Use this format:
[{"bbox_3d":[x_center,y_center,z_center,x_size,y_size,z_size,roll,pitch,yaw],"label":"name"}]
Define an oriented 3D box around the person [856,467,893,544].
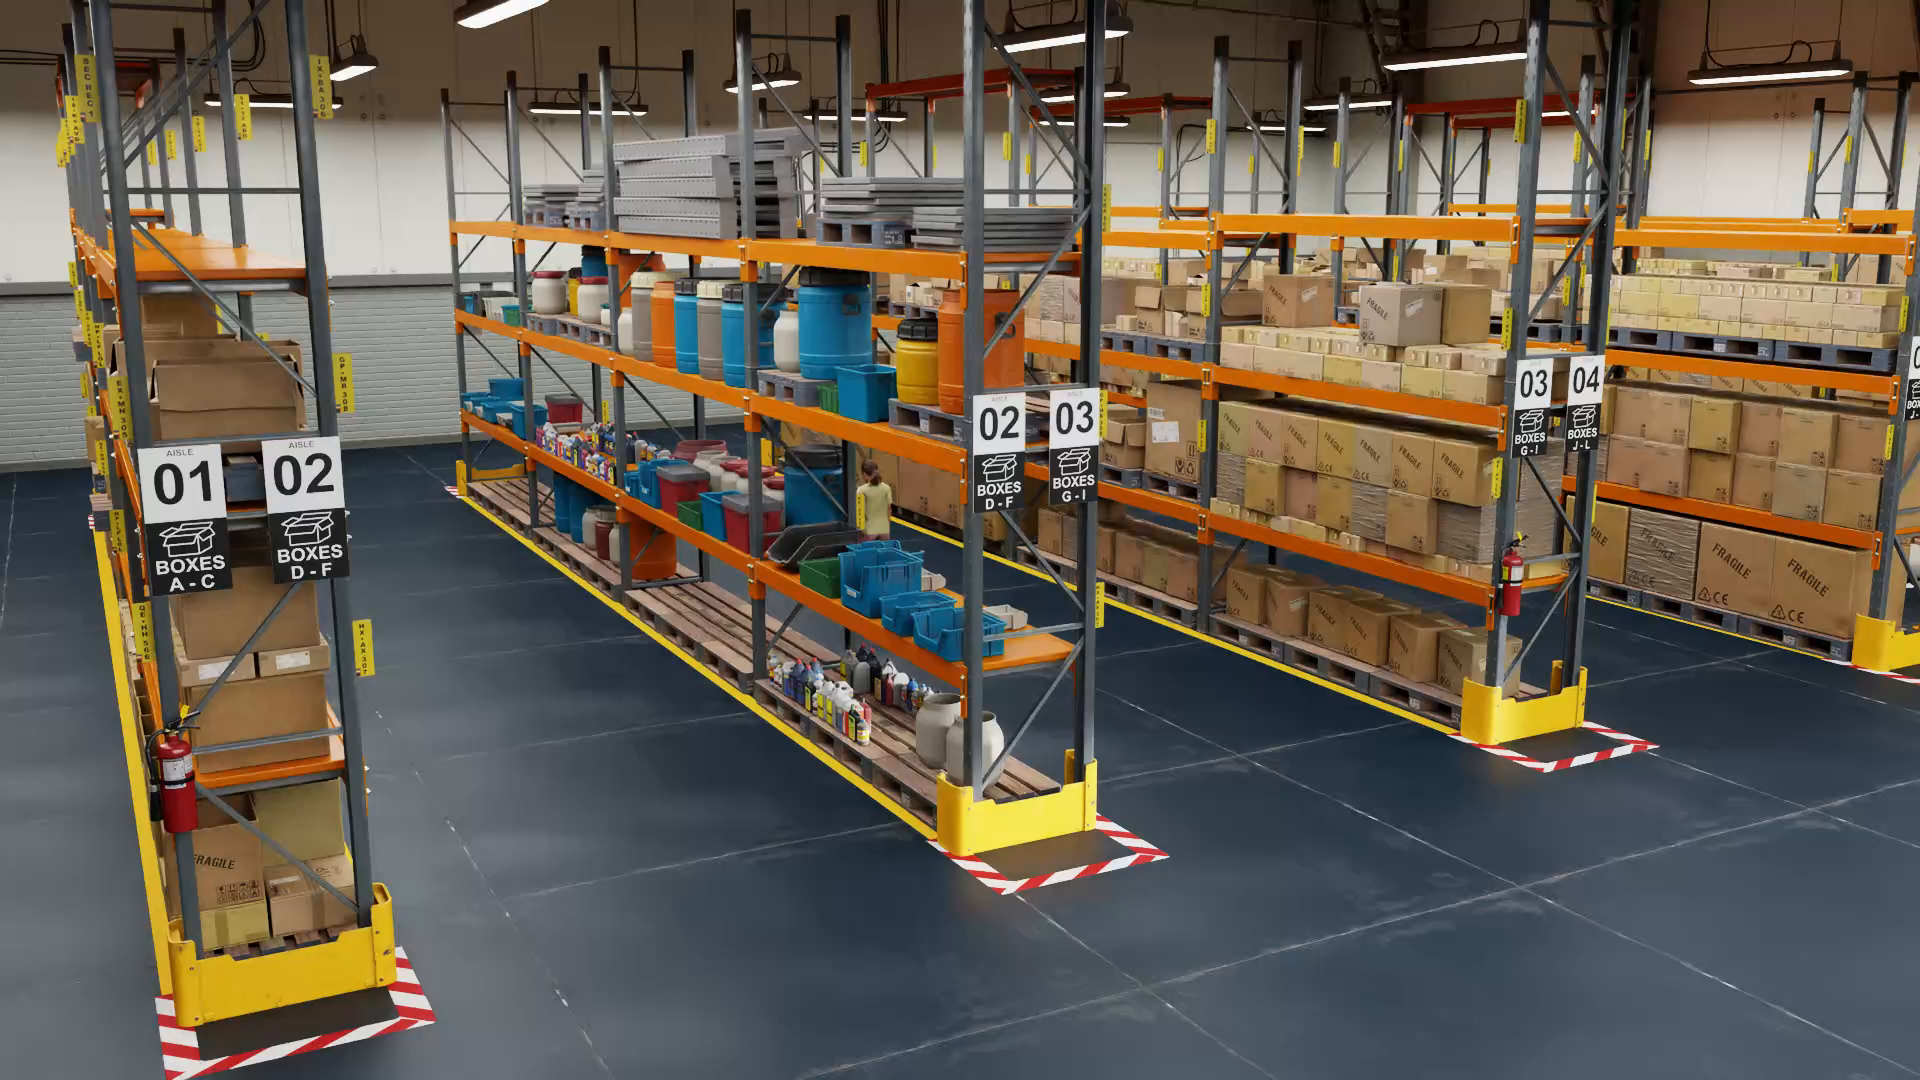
[{"bbox_3d":[-0.988,-0.014,18.340,0.490,1.556,0.489,-6,13,-27],"label":"person"}]
